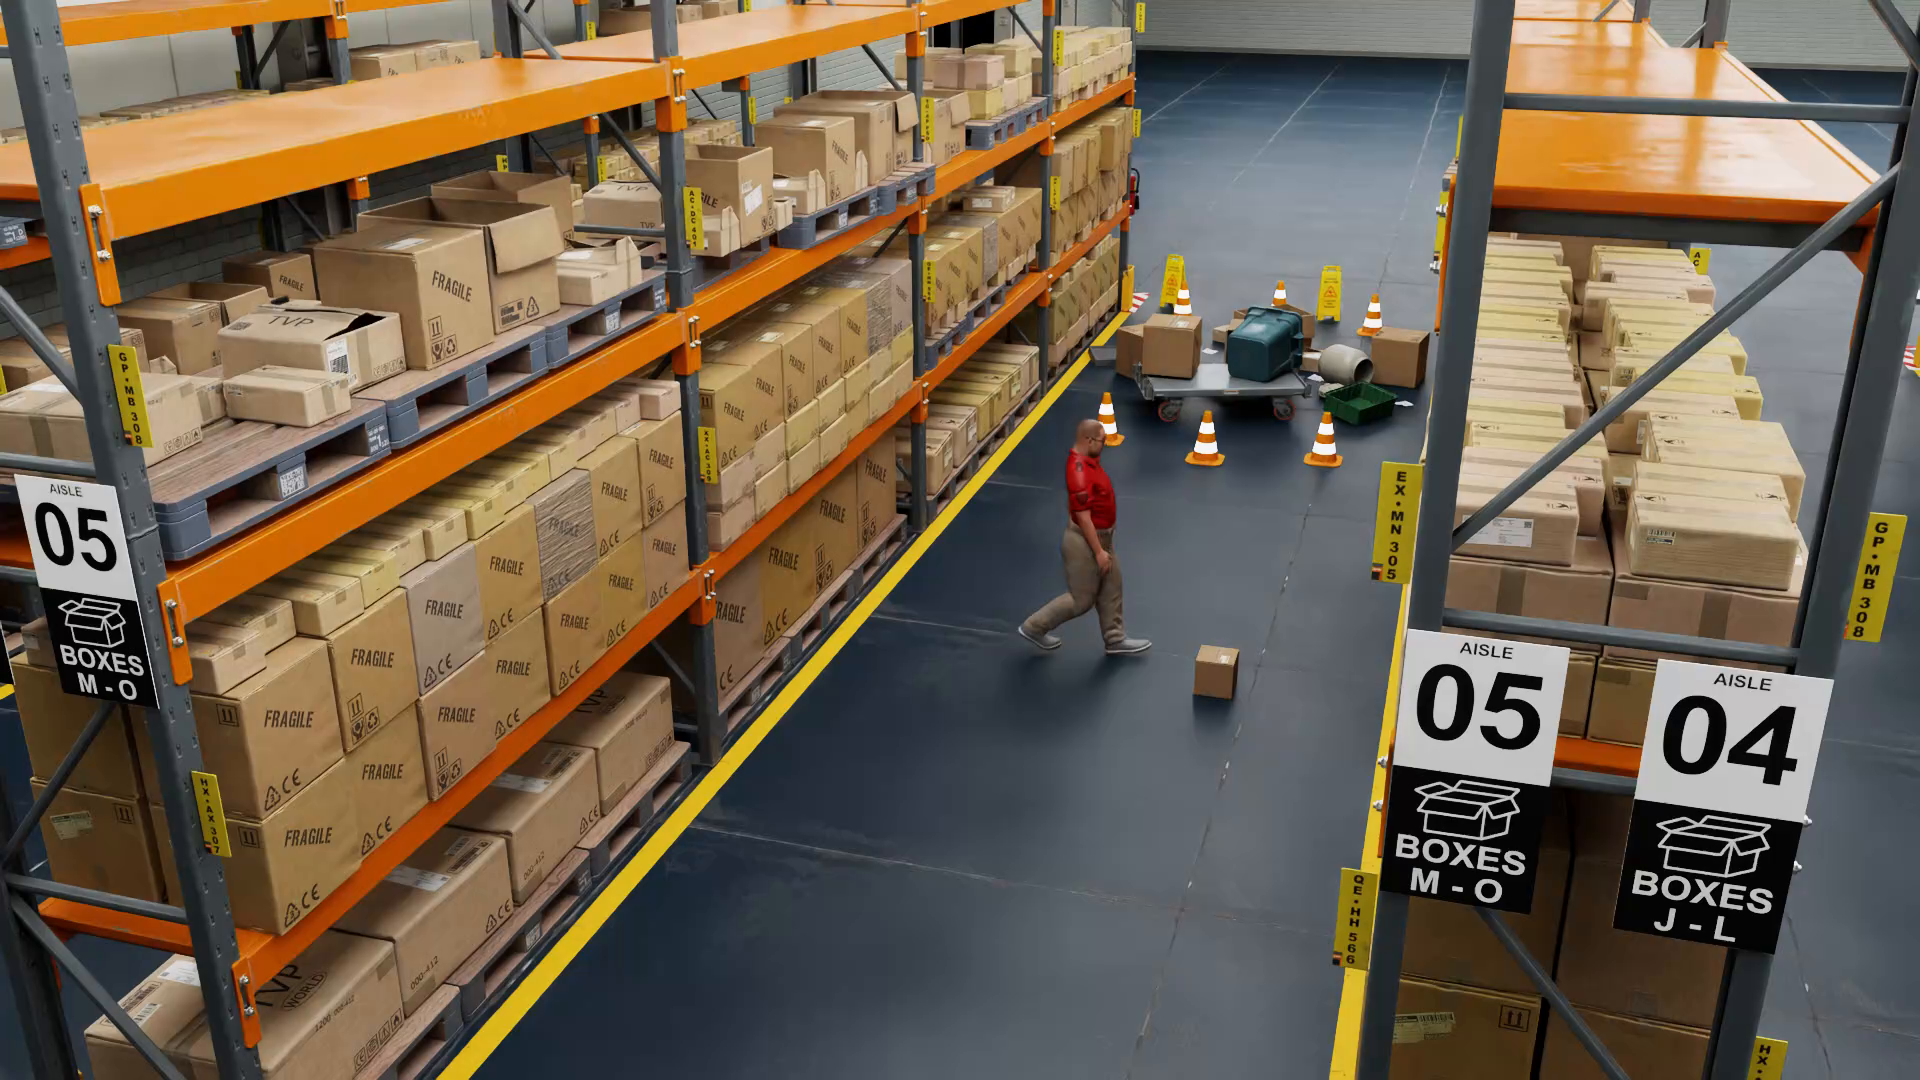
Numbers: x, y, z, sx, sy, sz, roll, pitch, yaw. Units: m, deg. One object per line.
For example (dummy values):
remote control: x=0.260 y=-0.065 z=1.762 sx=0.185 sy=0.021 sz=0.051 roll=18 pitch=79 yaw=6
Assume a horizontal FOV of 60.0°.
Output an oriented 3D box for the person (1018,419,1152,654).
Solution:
person: x=0.857 y=0.002 z=11.115 sx=0.905 sy=1.699 sz=0.582 roll=4 pitch=22 yaw=10
